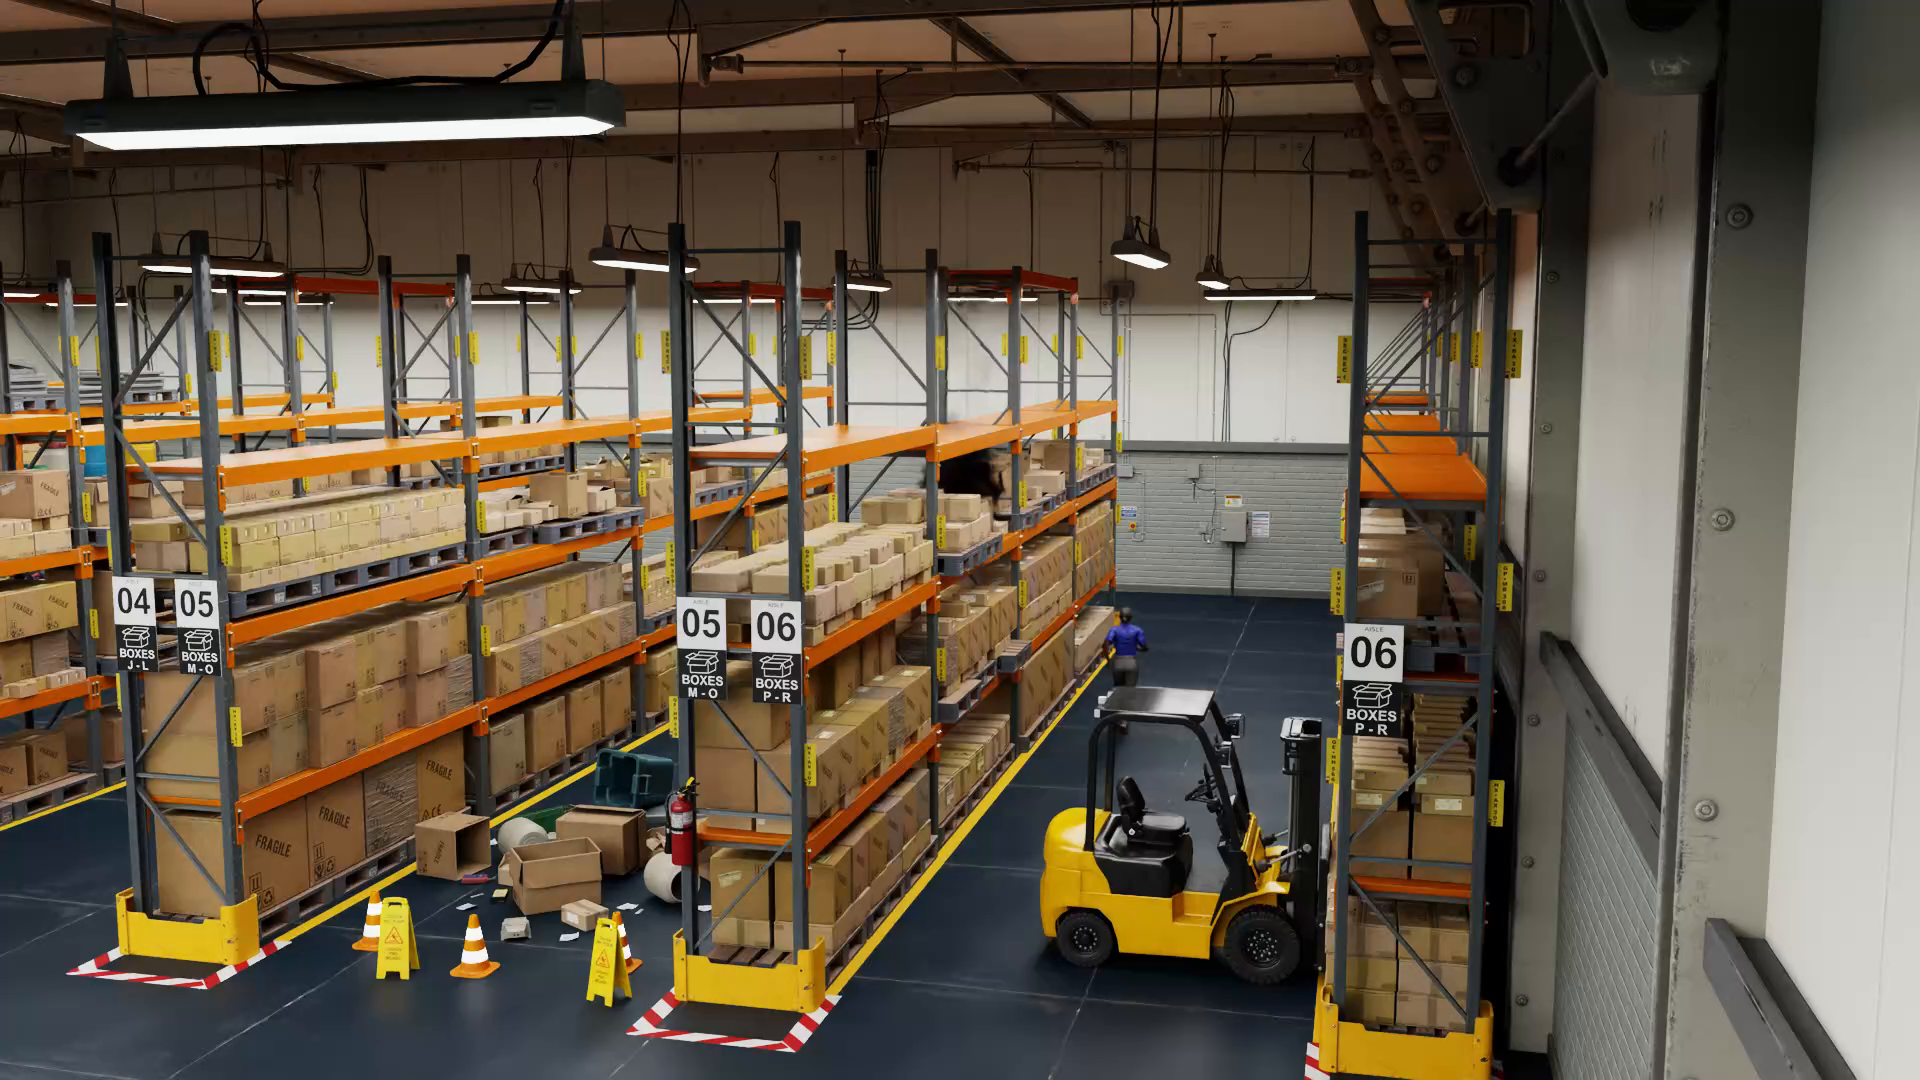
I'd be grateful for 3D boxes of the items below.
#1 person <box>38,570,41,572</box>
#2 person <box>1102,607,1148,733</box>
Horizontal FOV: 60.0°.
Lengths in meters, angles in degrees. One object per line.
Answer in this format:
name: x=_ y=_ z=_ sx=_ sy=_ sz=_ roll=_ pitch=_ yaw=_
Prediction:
person: x=-14.810 y=1.036 z=27.070 sx=0.640 sy=1.673 sz=0.577 roll=1 pitch=7 yaw=8
person: x=2.159 y=1.710 z=21.672 sx=0.570 sy=1.686 sz=0.841 roll=2 pitch=7 yaw=13
